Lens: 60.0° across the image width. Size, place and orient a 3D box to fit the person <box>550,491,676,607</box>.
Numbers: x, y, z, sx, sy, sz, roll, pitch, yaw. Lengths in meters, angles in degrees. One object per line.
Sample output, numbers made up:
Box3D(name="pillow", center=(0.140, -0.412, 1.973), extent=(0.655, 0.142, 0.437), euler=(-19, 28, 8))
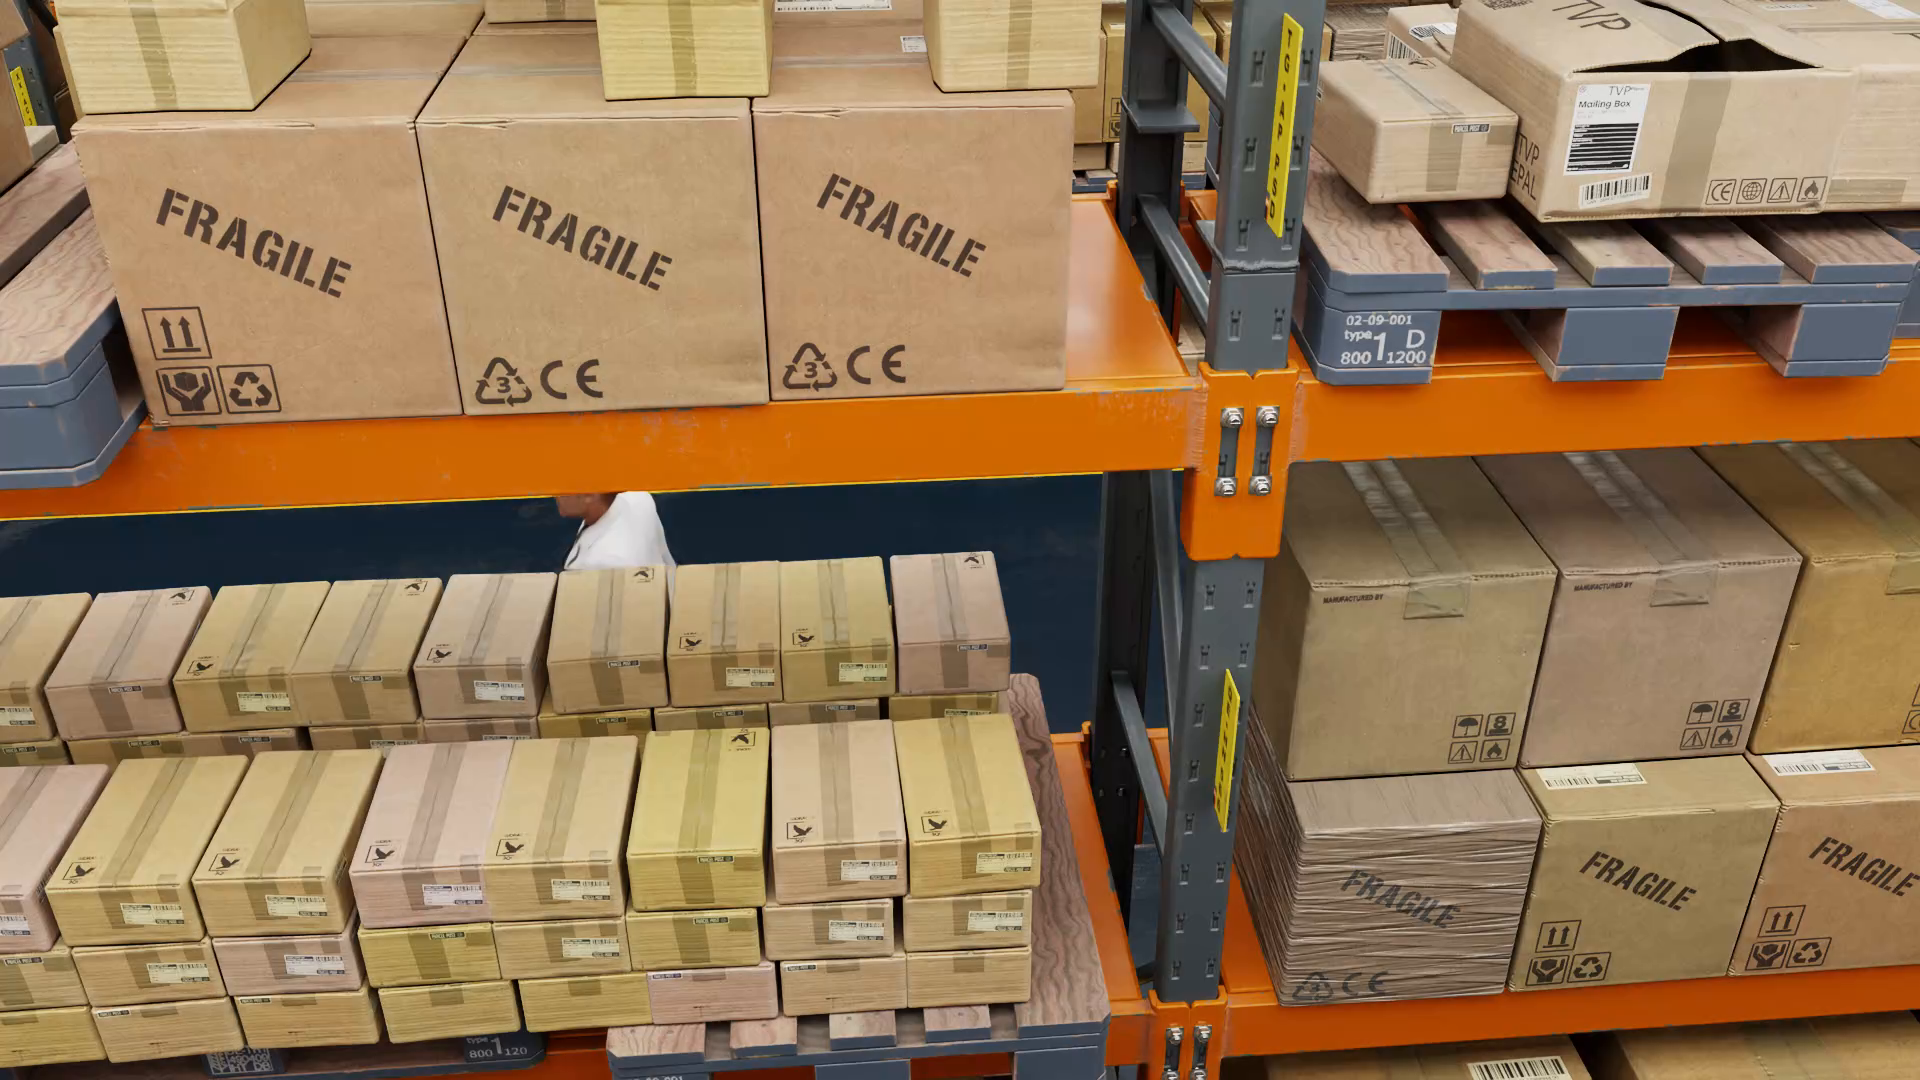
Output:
Box3D(name="person", center=(-1.047, 0.447, 5.443), extent=(1.216, 1.718, 0.586), euler=(-3, 31, -5))
